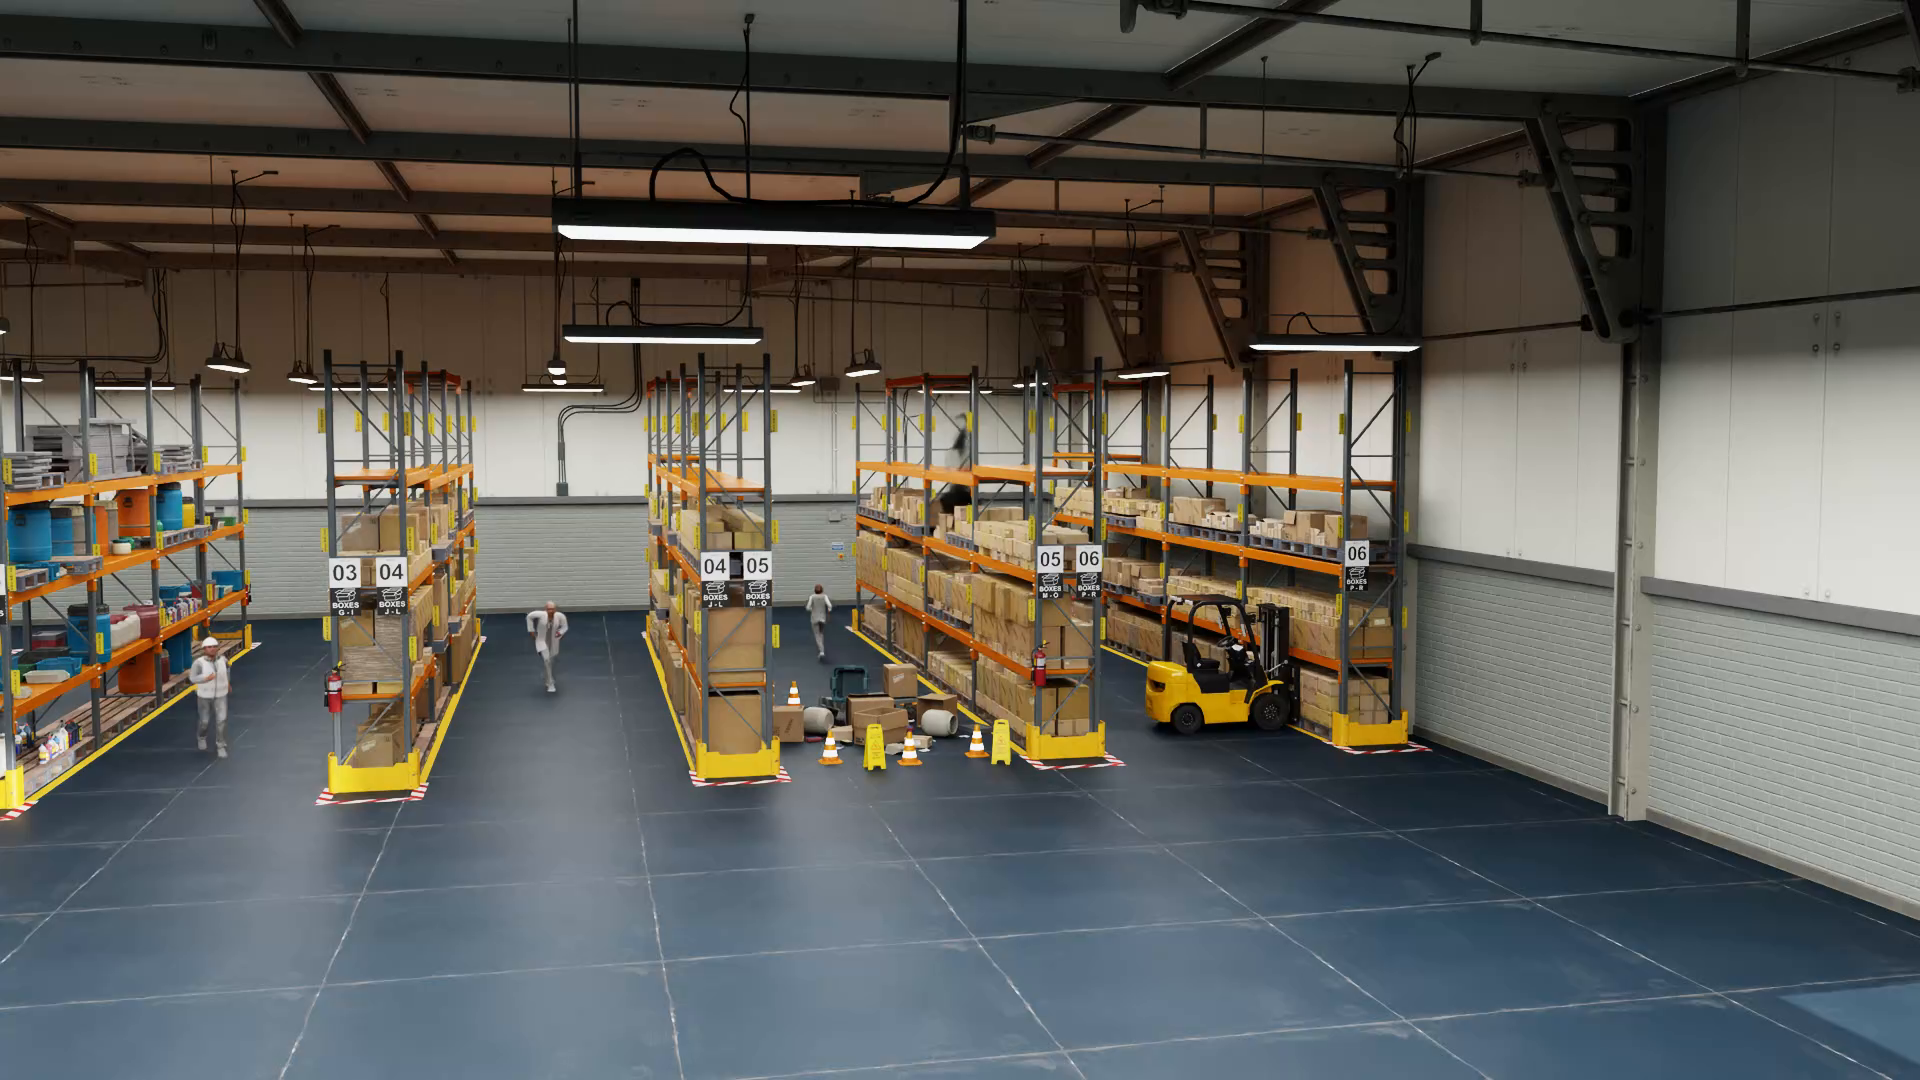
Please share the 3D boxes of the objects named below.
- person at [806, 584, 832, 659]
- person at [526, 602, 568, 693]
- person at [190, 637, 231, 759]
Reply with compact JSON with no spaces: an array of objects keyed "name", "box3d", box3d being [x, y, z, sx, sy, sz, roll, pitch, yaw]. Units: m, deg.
[{"name":"person","box3d":[-2.988,1.756,35.215,0.525,1.645,0.719,-1,4,-19]},{"name":"person","box3d":[-7.815,2.054,31.458,0.753,1.633,1.055,-2,4,-22]},{"name":"person","box3d":[-11.276,2.346,25.045,0.644,1.783,0.948,-3,5,-38]}]
